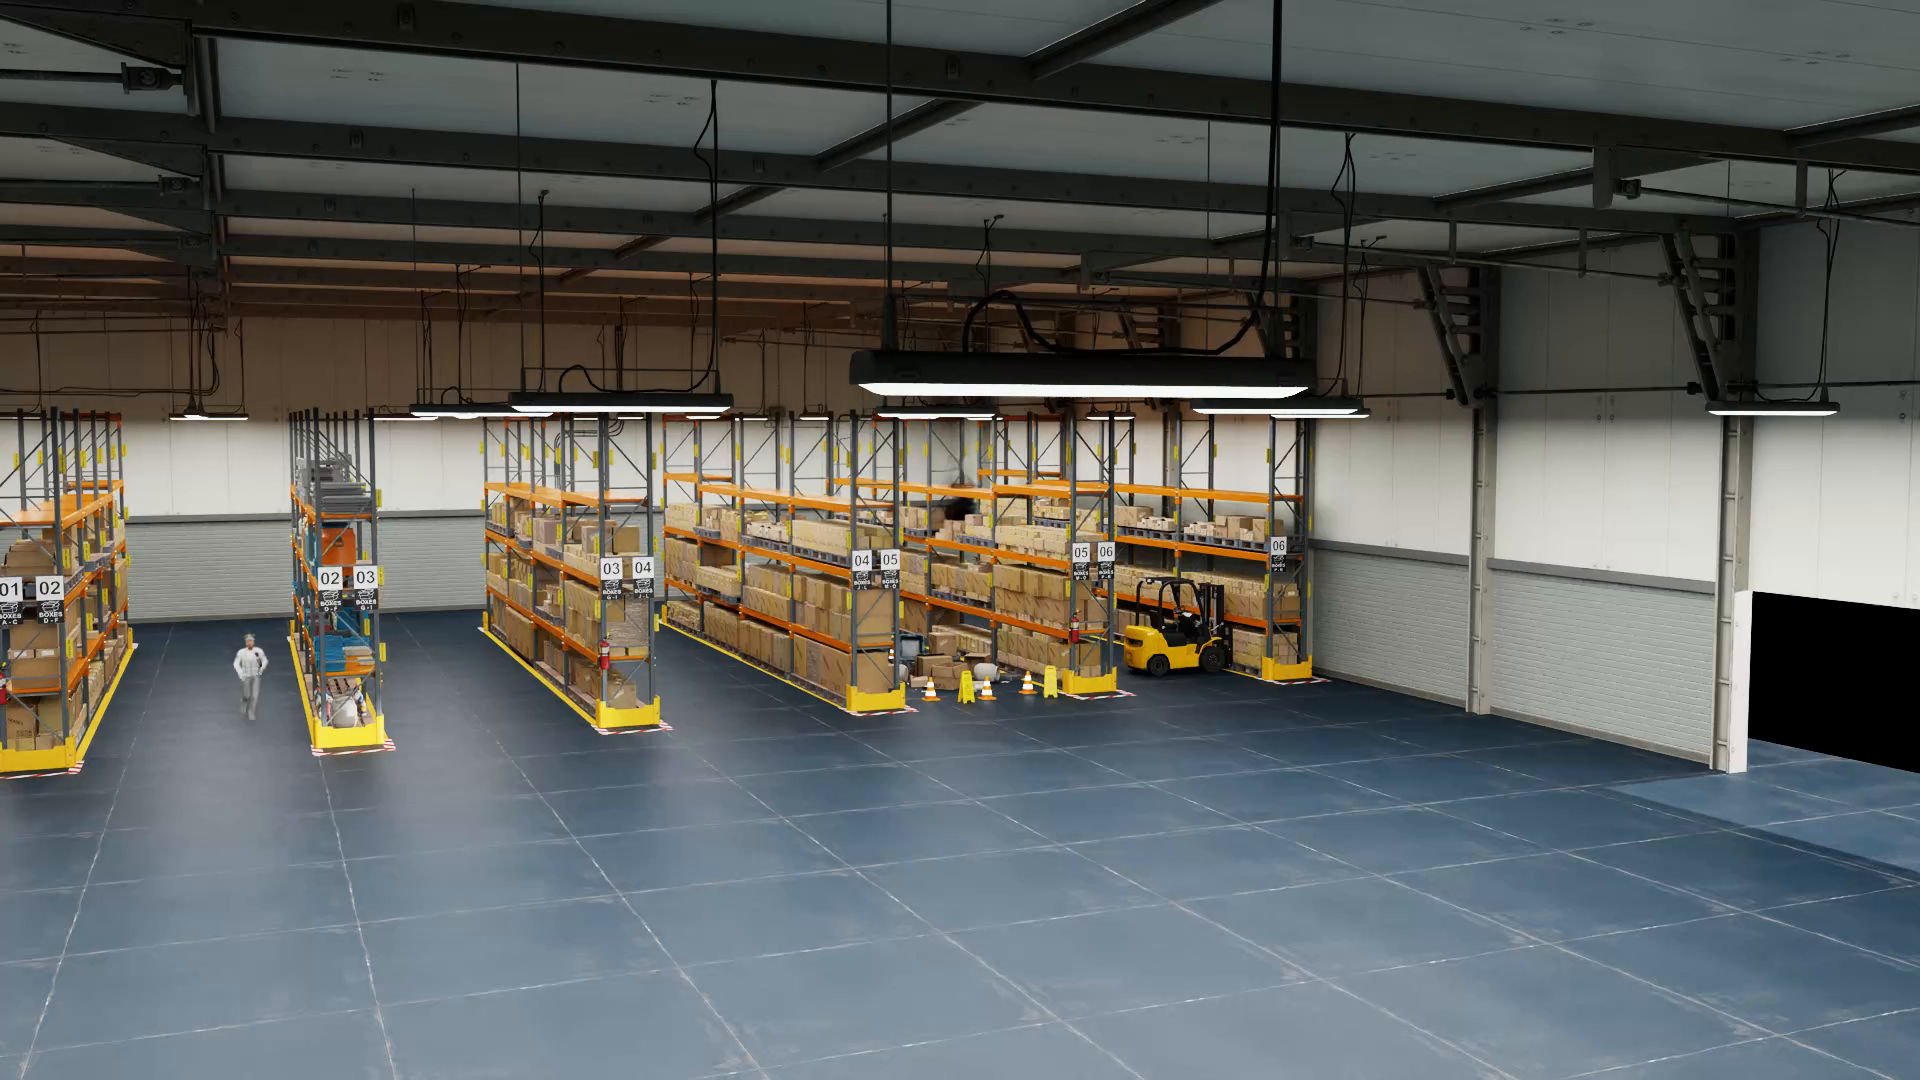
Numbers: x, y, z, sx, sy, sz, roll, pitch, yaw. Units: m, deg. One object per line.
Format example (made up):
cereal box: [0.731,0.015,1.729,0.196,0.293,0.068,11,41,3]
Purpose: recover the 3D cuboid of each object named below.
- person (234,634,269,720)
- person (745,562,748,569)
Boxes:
person: [-13.731,2.645,32.250,0.610,1.667,0.588,-2,4,-26]
person: [-6.251,1.504,47.970,0.655,1.740,0.703,-2,4,-21]
